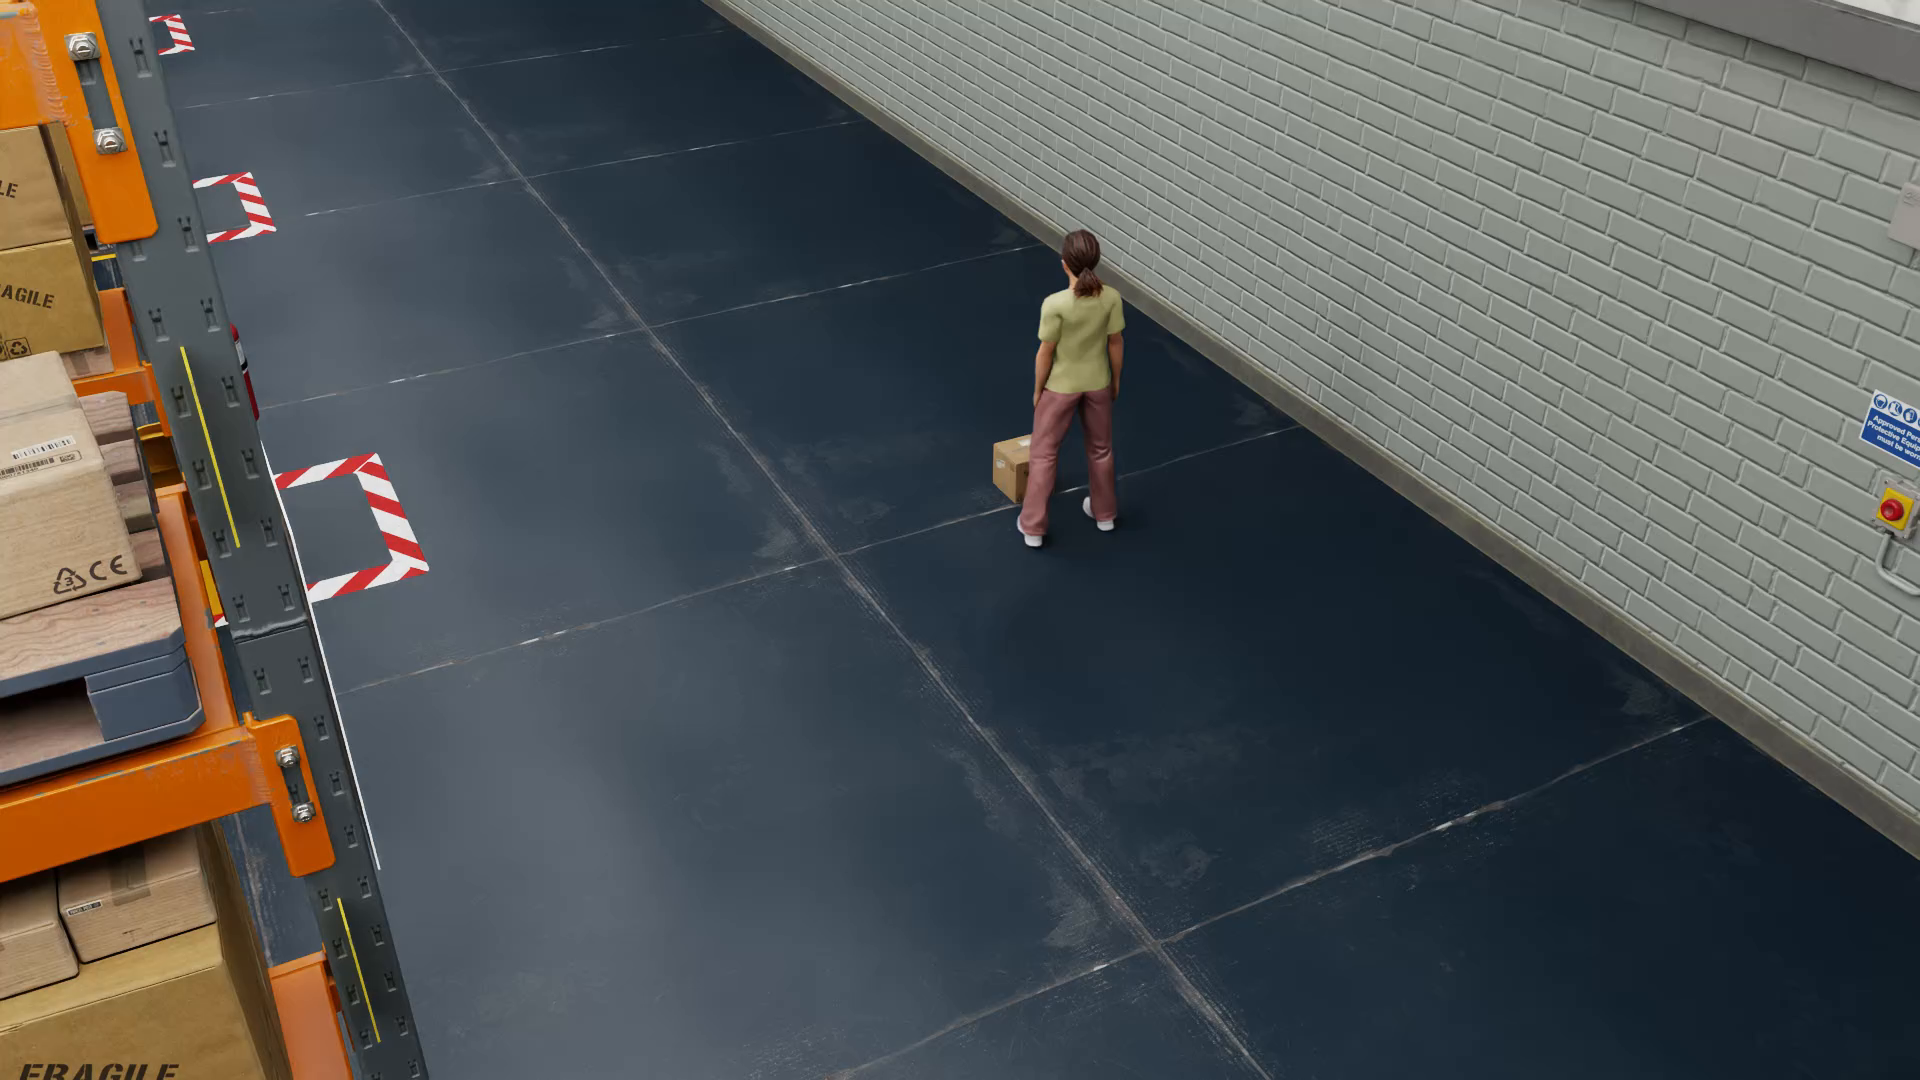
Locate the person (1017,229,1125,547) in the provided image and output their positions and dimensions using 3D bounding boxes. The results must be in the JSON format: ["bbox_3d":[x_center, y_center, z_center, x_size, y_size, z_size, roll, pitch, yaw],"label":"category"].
[{"bbox_3d":[0.553,-0.760,8.297,0.540,1.676,0.402,-9,34,-14],"label":"person"}]
